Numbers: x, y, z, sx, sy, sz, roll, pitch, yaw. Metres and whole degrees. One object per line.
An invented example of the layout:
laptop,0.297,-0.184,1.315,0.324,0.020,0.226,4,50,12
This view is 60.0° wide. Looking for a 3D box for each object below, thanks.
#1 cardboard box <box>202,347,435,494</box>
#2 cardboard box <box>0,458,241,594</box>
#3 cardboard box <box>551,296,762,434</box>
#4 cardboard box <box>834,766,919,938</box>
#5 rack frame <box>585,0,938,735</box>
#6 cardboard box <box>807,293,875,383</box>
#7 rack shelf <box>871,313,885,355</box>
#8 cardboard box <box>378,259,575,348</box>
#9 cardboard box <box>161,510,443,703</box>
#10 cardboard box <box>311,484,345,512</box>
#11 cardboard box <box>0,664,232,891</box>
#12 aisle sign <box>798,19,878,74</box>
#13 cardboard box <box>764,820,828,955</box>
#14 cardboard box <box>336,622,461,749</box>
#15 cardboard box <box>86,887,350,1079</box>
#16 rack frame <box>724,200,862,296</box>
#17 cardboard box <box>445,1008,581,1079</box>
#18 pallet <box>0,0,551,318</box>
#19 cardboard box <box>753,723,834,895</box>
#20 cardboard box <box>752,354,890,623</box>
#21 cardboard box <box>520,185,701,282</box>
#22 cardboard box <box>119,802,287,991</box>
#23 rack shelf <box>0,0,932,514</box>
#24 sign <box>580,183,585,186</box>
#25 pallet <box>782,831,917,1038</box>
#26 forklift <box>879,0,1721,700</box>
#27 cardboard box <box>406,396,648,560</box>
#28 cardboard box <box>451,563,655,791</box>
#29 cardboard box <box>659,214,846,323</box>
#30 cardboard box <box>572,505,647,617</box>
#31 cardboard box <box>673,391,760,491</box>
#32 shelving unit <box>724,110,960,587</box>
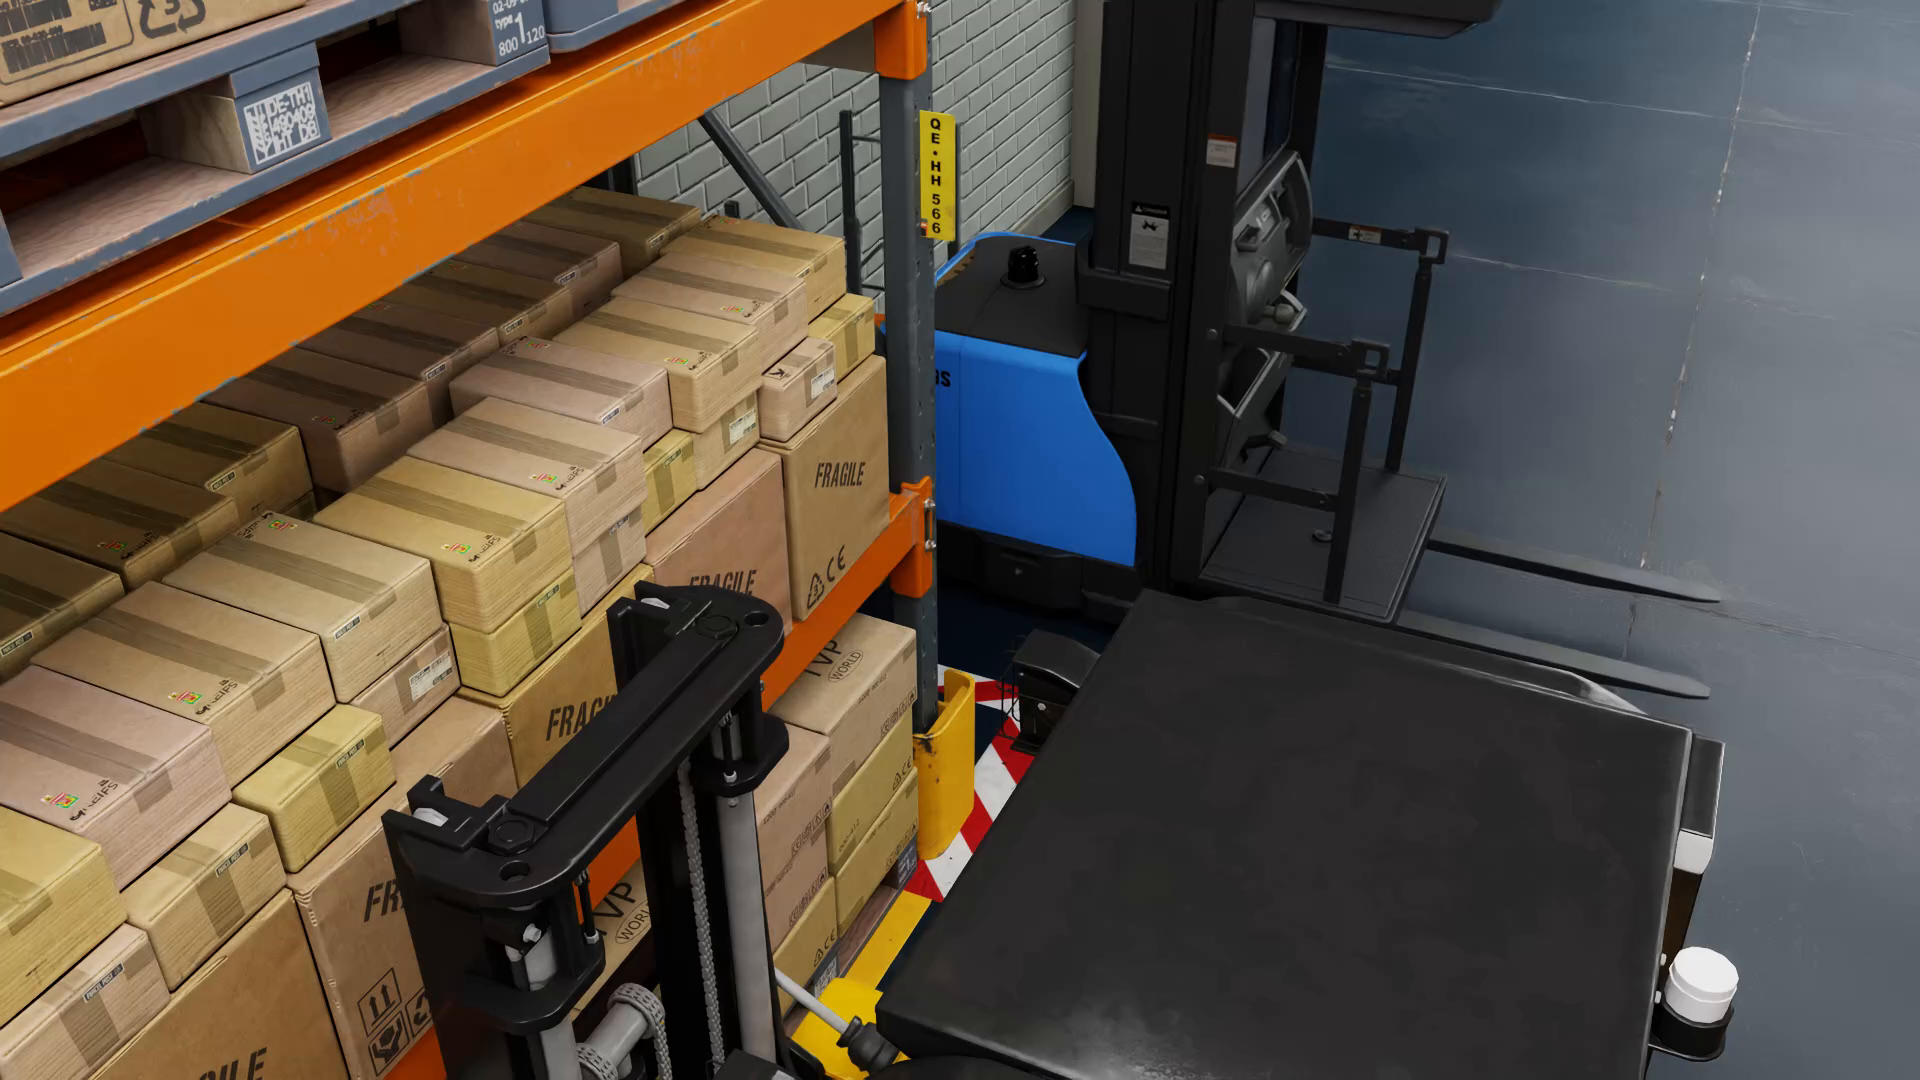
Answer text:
cardboard box,-1.322,-0.250,3.442,0.380,0.149,0.250,15,36,22
cardboard box,-1.553,-0.001,3.061,0.380,0.149,0.250,14,36,21
cardboard box,-0.663,-0.389,3.654,0.380,0.149,0.250,15,36,22
cardboard box,-0.455,0.836,4.865,0.500,0.250,0.500,14,36,21
rack frame,-0.545,-0.445,4.693,1.000,3.000,0.127,14,36,20
cardboard box,-0.436,-0.521,4.127,0.380,0.149,0.250,15,36,21
rack shelf,-0.412,-0.624,6.662,0.538,0.185,1.000,11,35,16
cardboard box,-1.117,-0.507,3.834,0.380,0.149,0.250,15,36,21
cardboard box,-1.140,0.109,2.894,0.380,0.149,0.250,15,36,21
cardboard box,-1.416,-0.159,3.575,0.380,0.149,0.250,15,36,21
cardboard box,-1.349,0.359,2.513,0.380,0.149,0.250,14,36,20
aisle sign,-0.251,-1.498,3.928,0.394,0.787,0.004,14,36,20
cardboard box,-0.684,0.881,4.339,0.500,0.250,0.500,14,36,20
cardboard box,-1.136,0.227,2.986,0.380,0.149,0.250,14,36,20
cardboard box,-1.382,0.828,2.660,0.500,0.500,0.500,14,36,20
rack frame,-0.584,-0.512,6.163,0.500,1.500,0.032,11,35,16
cardboard box,-1.084,1.172,3.440,0.500,0.250,0.500,13,36,20
pallet,-1.374,-0.707,2.437,1.003,0.211,1.213,14,36,20
cardboard box,-0.663,0.667,4.209,0.500,0.250,0.500,15,36,21
cardboard box,-0.512,-0.182,4.200,0.500,0.500,0.500,13,36,19
cardboard box,-0.880,-0.764,4.226,0.380,0.149,0.250,13,36,20
cardboard box,-1.285,0.505,2.562,0.380,0.149,0.250,13,35,19
rack shelf,-1.382,-0.403,2.549,1.077,0.370,4.000,14,36,20
sign,-1.047,-0.971,4.633,0.100,0.325,0.005,14,36,20
pallet,-0.827,1.111,4.862,1.003,0.211,1.213,14,36,20
forklift,1.252,-1.020,5.632,3.031,2.935,1.130,14,36,20
cardboard box,-0.843,-0.127,3.255,0.380,0.149,0.250,15,36,22
cardboard box,-0.952,0.330,3.420,0.500,0.500,0.500,13,36,20
cardboard box,-0.504,-0.656,4.061,0.380,0.149,0.250,14,36,21
cardboard box,-0.863,-0.007,3.343,0.380,0.149,0.250,13,35,19
cardboard box,-0.680,-0.272,3.747,0.380,0.149,0.250,15,36,21
shelving unit,-0.416,-0.770,6.556,0.587,1.500,1.083,11,35,16
